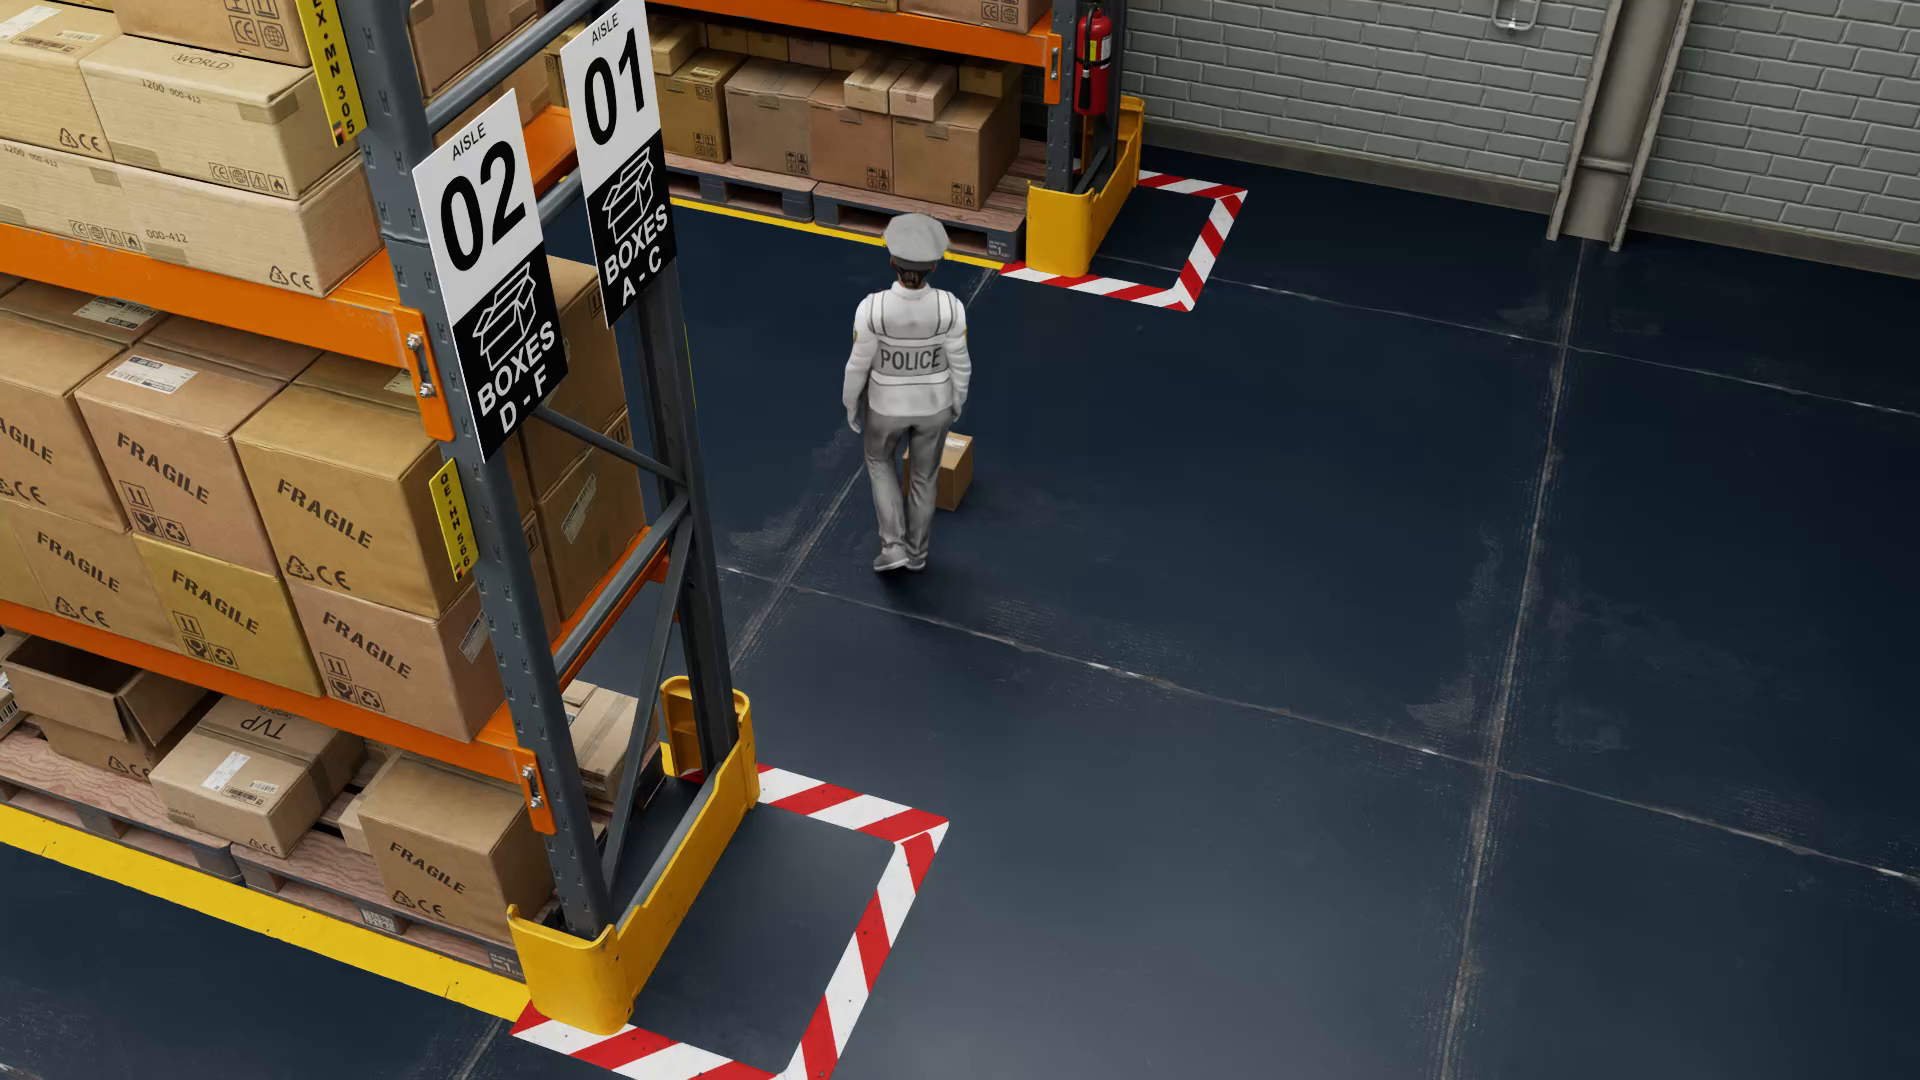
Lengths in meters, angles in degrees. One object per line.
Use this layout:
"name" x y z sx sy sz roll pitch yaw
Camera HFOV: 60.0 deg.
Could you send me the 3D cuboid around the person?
"person" -0.206 -0.526 6.734 0.501 1.692 0.400 -3 42 -3
